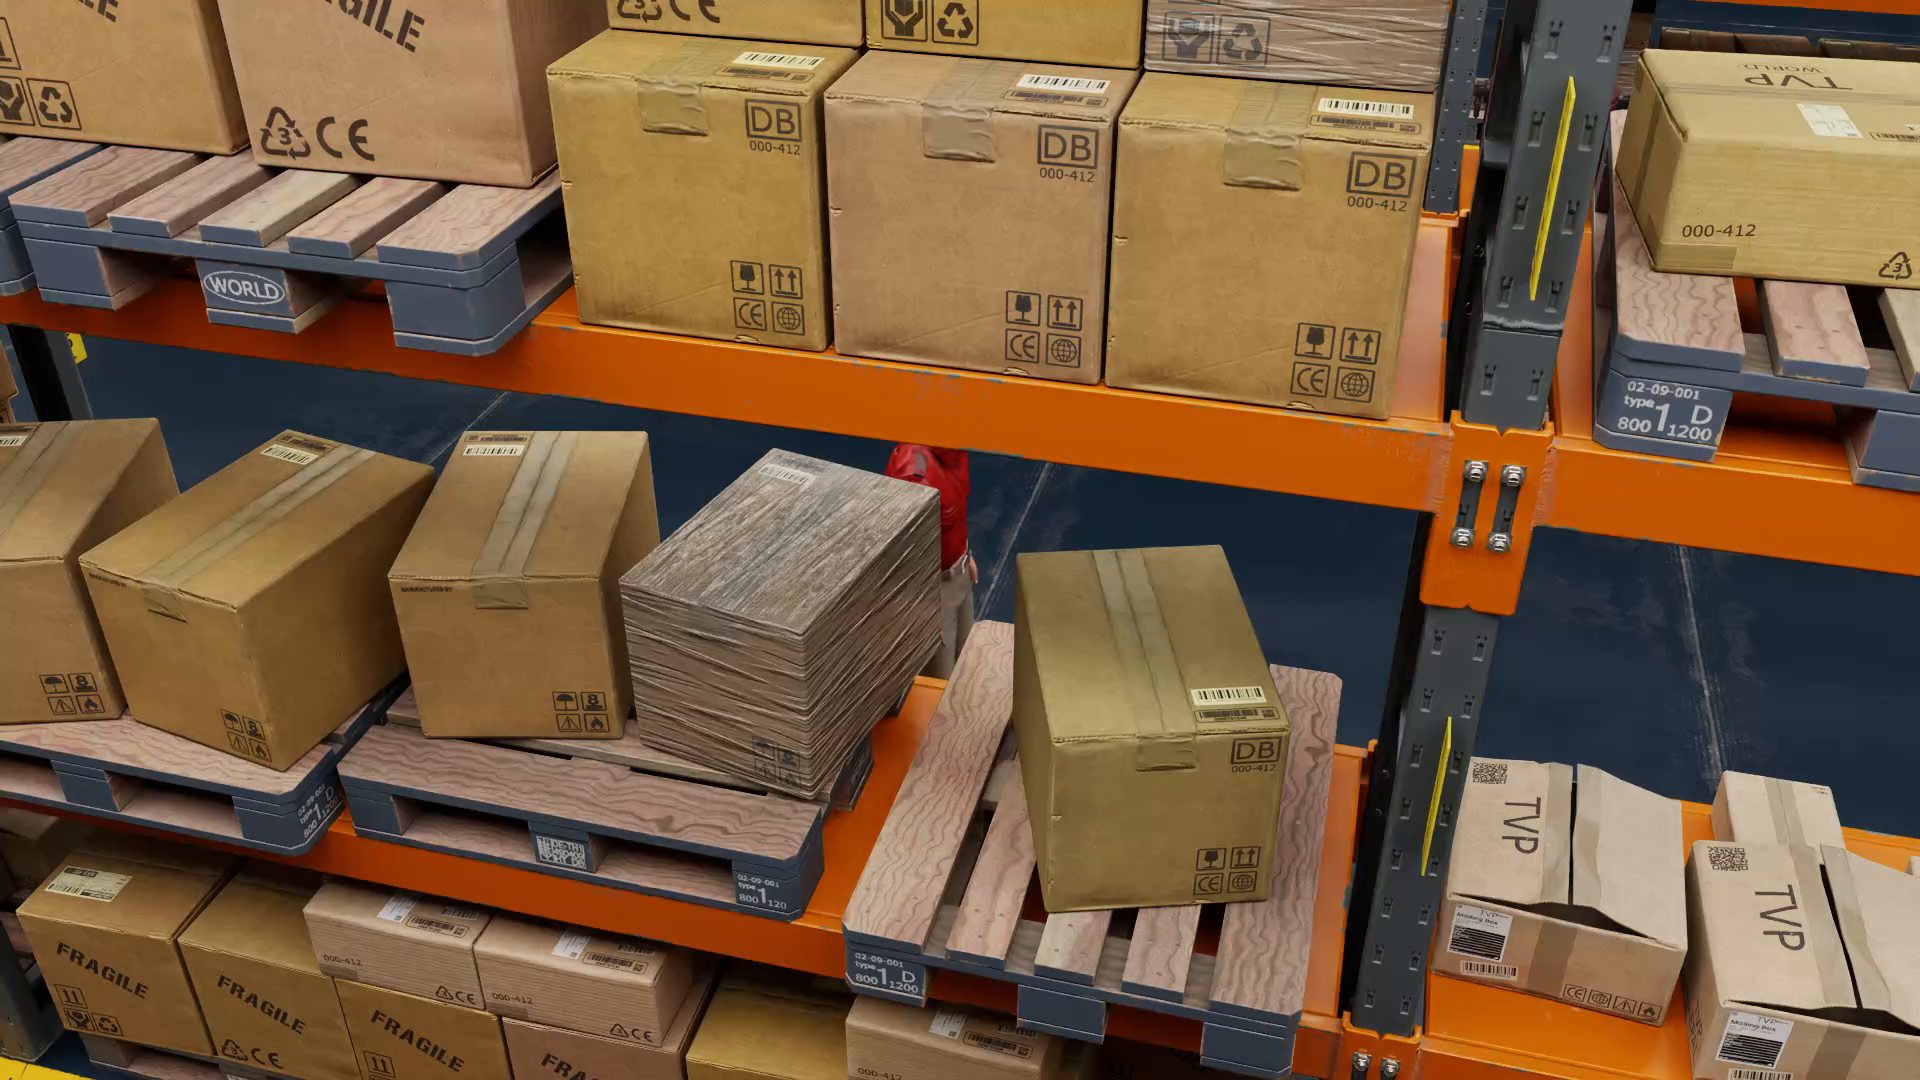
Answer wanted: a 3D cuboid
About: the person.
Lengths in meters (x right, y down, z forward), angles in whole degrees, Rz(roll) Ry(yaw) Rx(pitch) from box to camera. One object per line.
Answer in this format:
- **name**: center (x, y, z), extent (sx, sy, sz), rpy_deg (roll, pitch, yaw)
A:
- **person**: center (-0.088, 0.176, 5.876), extent (0.393, 1.727, 0.586), rpy_deg (9, 34, 13)
